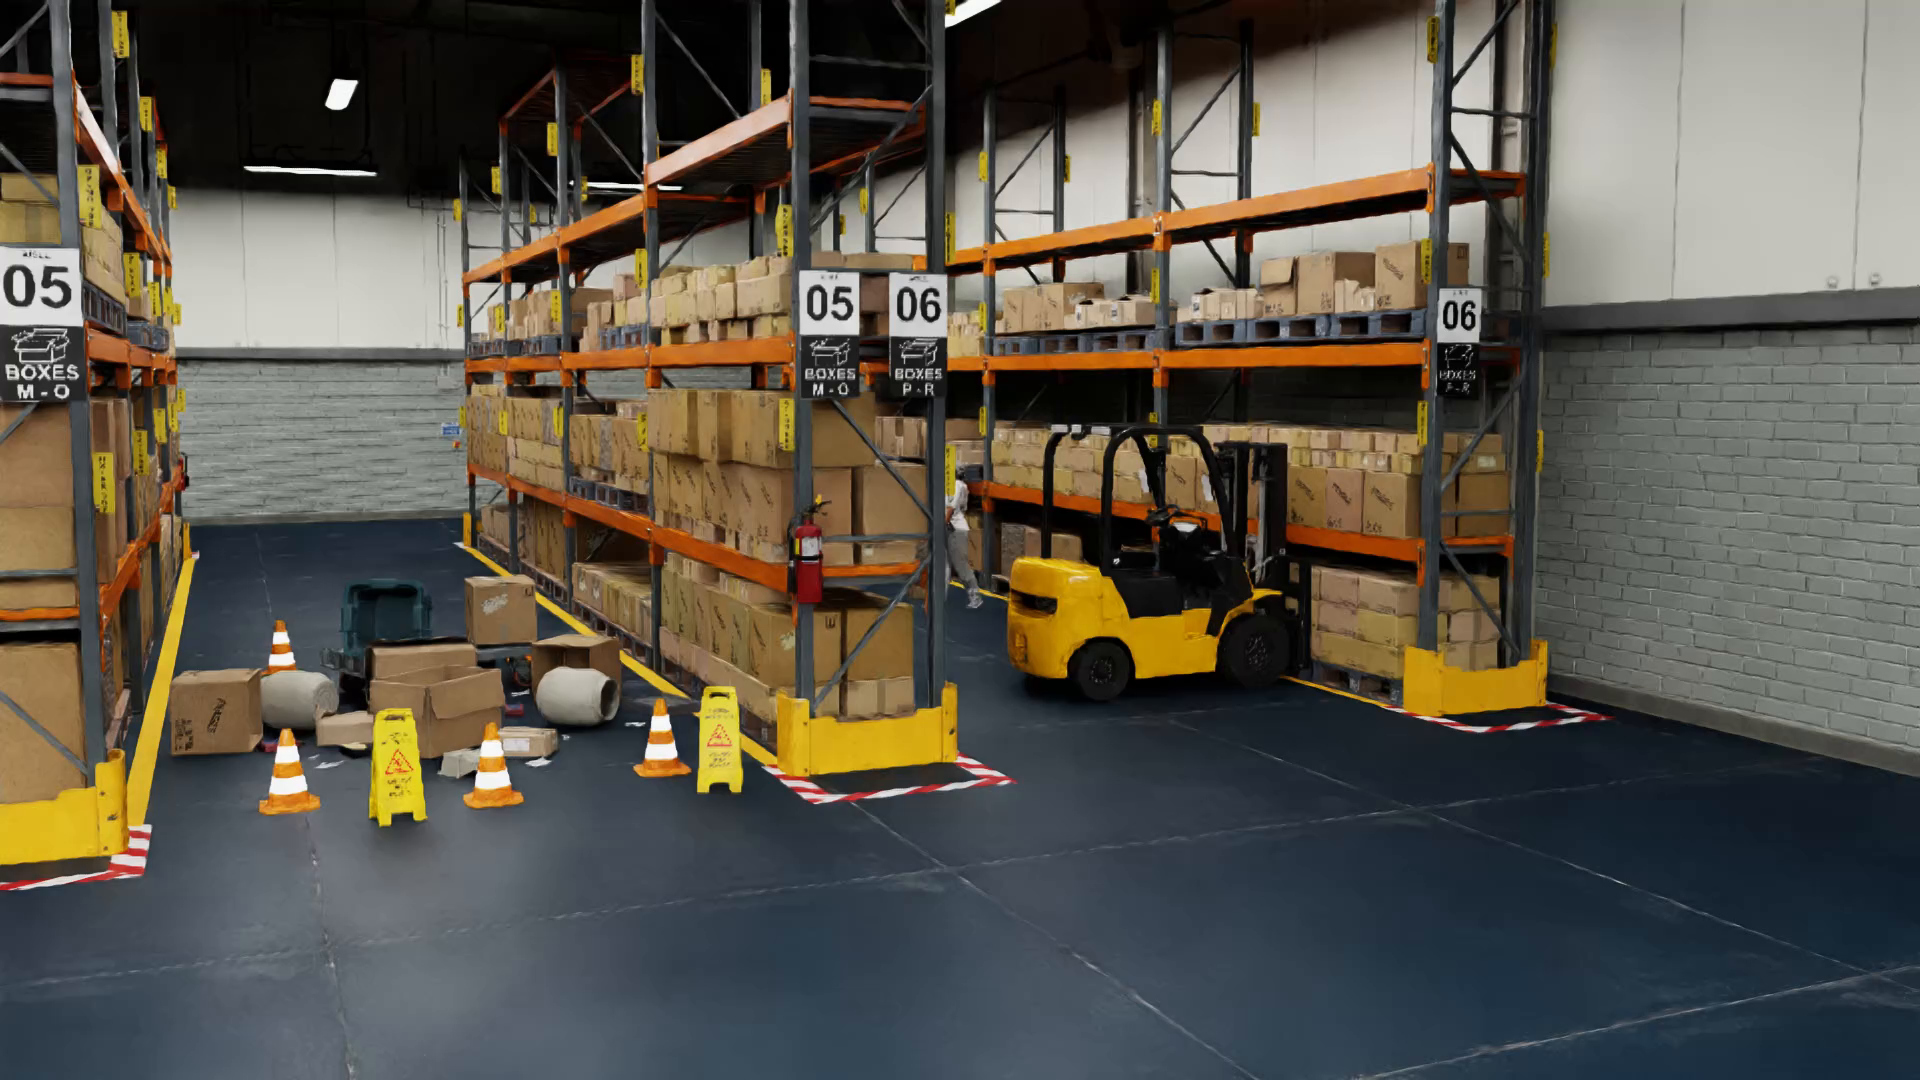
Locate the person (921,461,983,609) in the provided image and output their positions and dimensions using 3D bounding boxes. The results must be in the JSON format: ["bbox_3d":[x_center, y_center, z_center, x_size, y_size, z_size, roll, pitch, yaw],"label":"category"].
[{"bbox_3d":[-0.093,-0.048,18.303,0.681,1.631,0.534,0,6,-2],"label":"person"}]
